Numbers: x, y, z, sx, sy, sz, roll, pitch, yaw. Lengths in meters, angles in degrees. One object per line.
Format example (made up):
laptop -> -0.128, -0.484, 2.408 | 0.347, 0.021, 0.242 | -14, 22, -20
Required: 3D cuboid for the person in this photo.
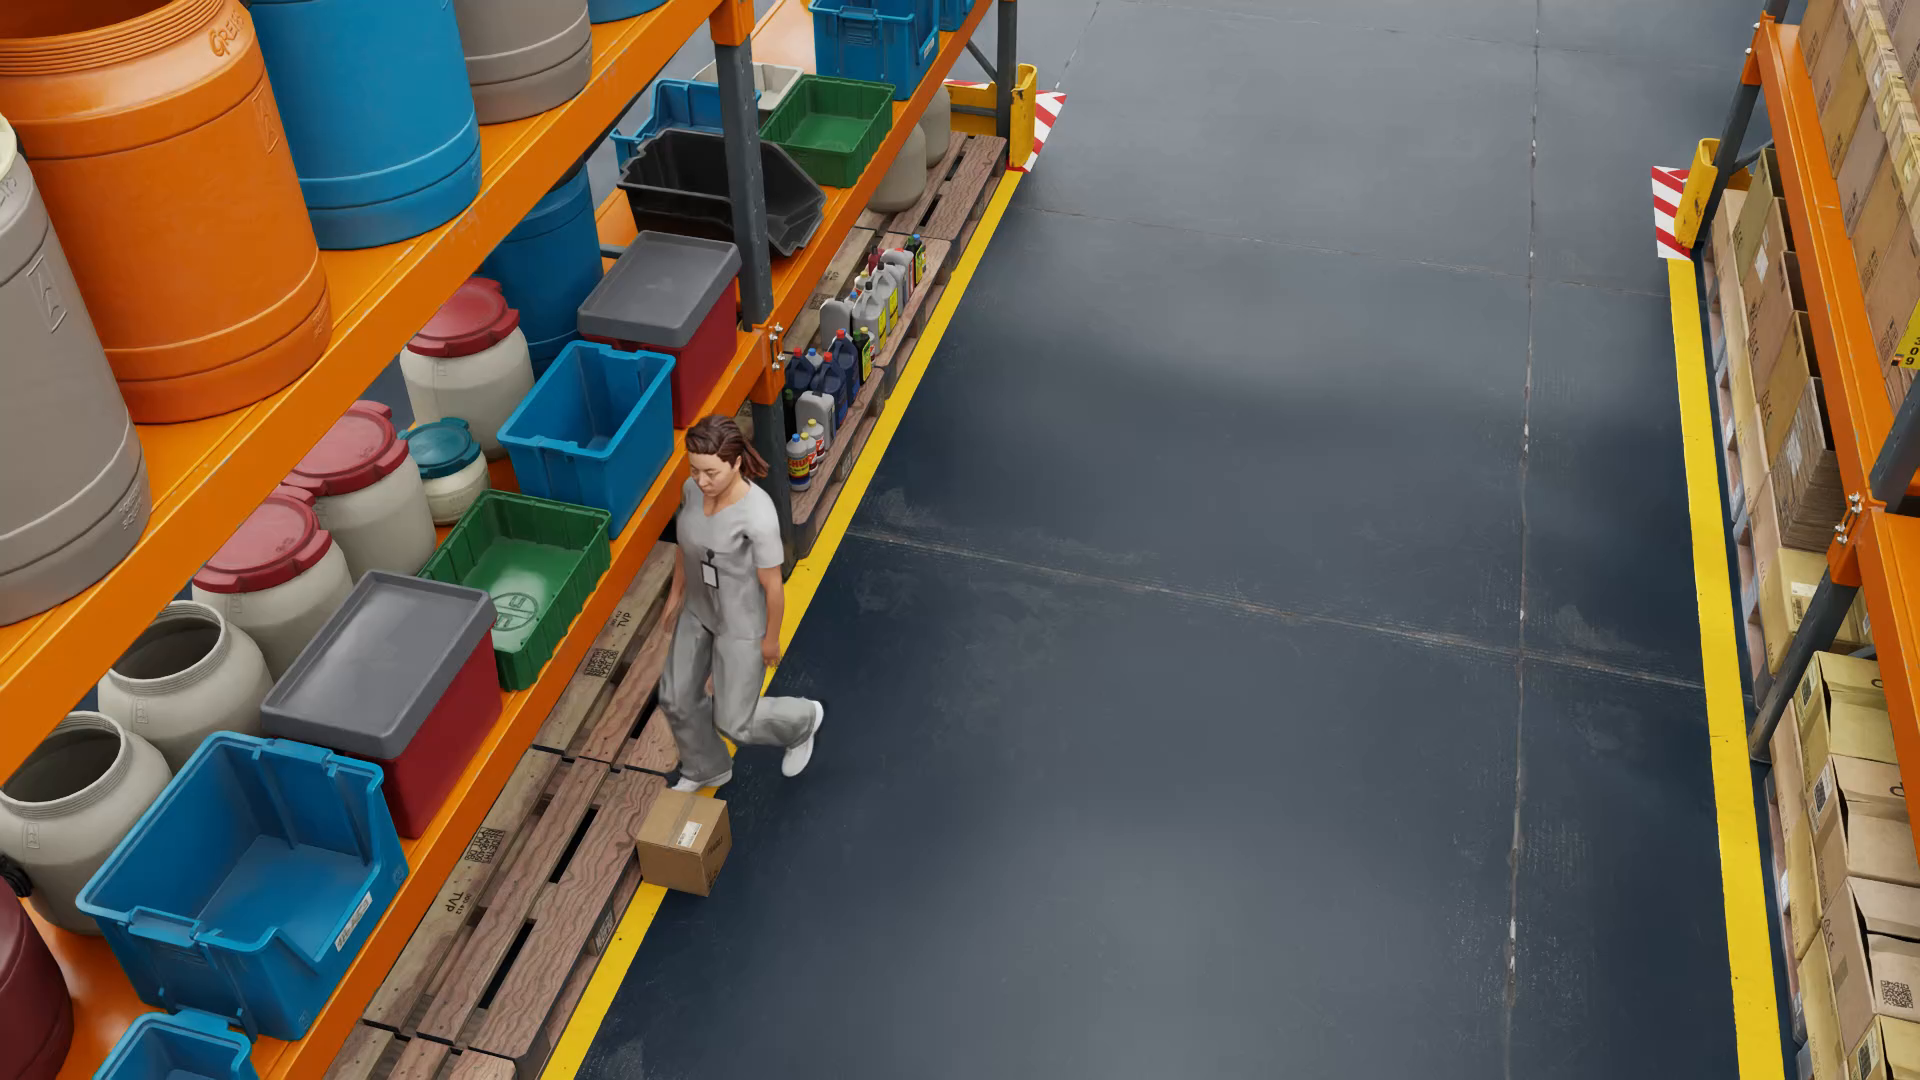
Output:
person -> -0.842, 0.275, 5.816 | 0.479, 1.627, 0.651 | 32, 51, 32
